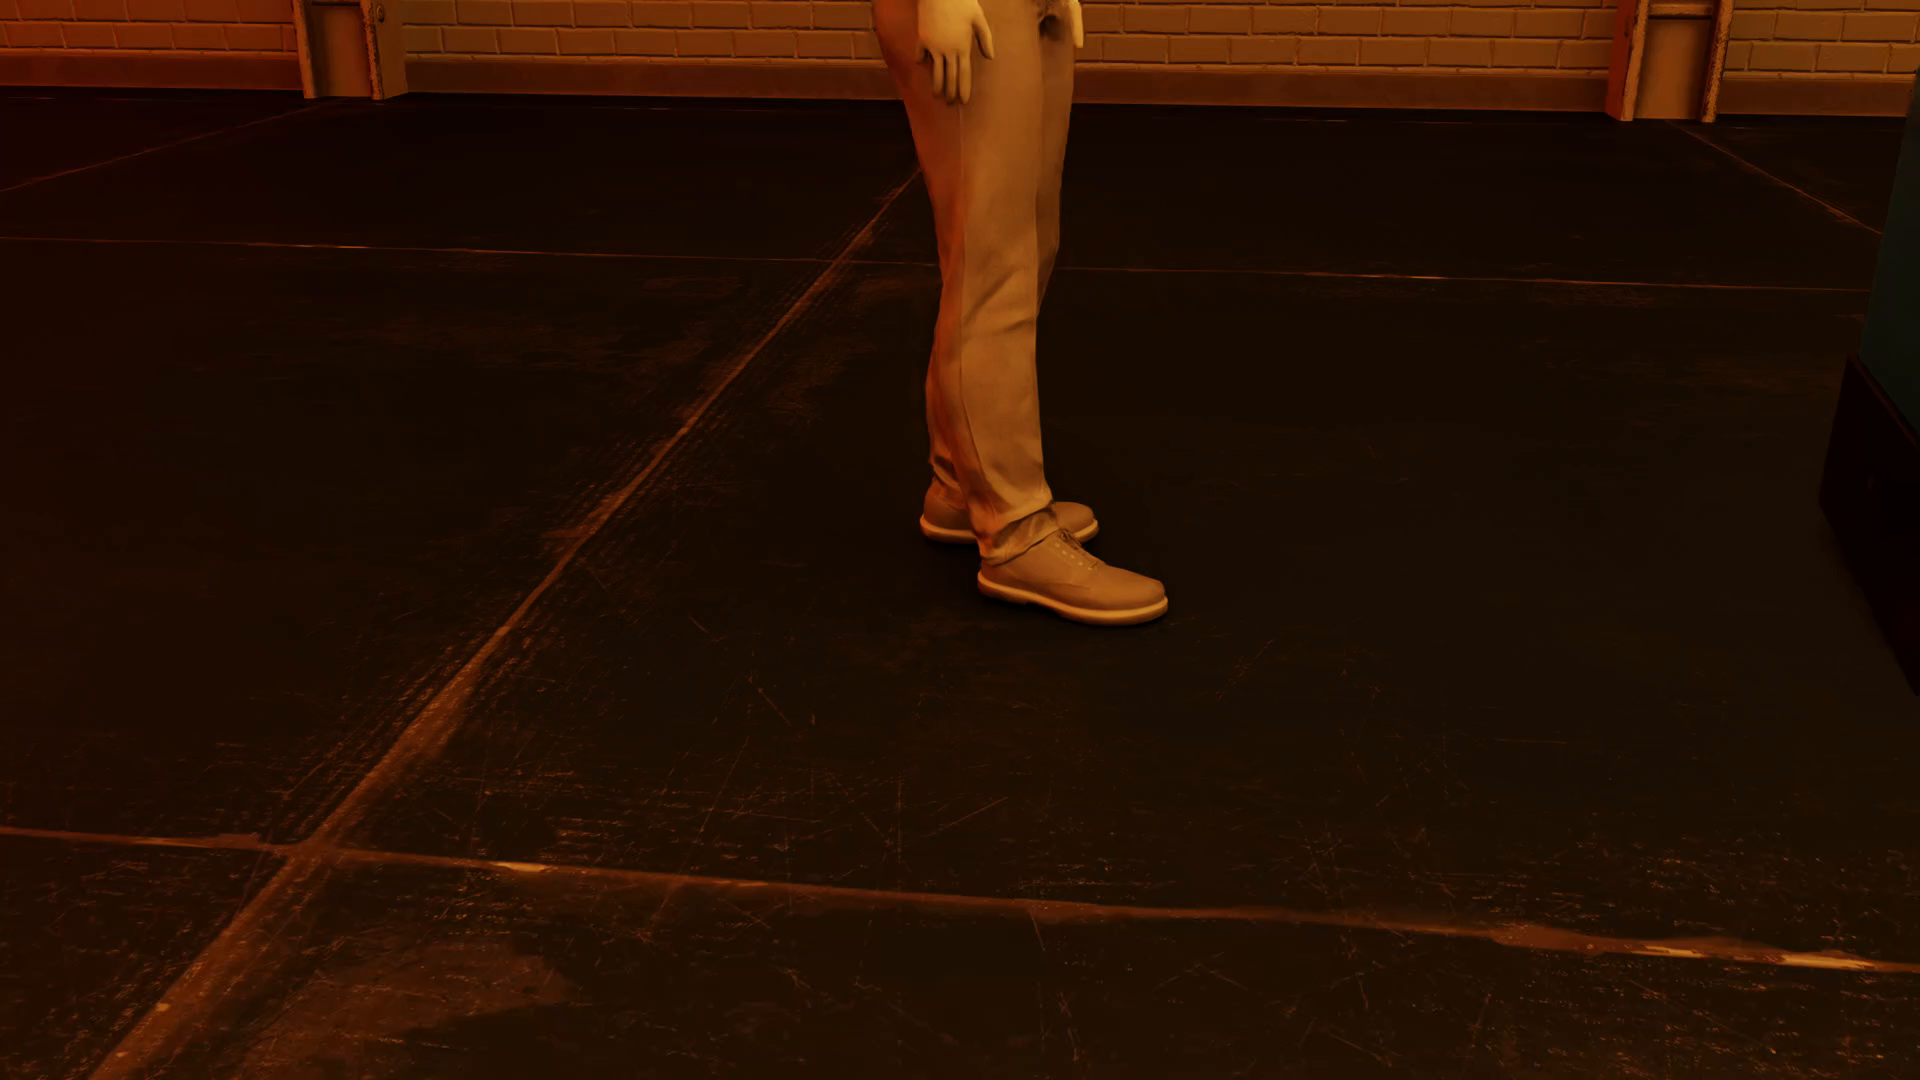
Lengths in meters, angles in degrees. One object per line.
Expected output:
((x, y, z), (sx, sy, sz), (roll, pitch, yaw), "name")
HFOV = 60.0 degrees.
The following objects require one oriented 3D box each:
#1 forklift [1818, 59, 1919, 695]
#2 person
((2.691, -1.040, 1.336), (3.031, 2.935, 1.130), (6, 23, 15), "forklift")
((0.098, -0.775, 2.347), (0.555, 1.693, 0.585), (7, 23, 16), "person")
